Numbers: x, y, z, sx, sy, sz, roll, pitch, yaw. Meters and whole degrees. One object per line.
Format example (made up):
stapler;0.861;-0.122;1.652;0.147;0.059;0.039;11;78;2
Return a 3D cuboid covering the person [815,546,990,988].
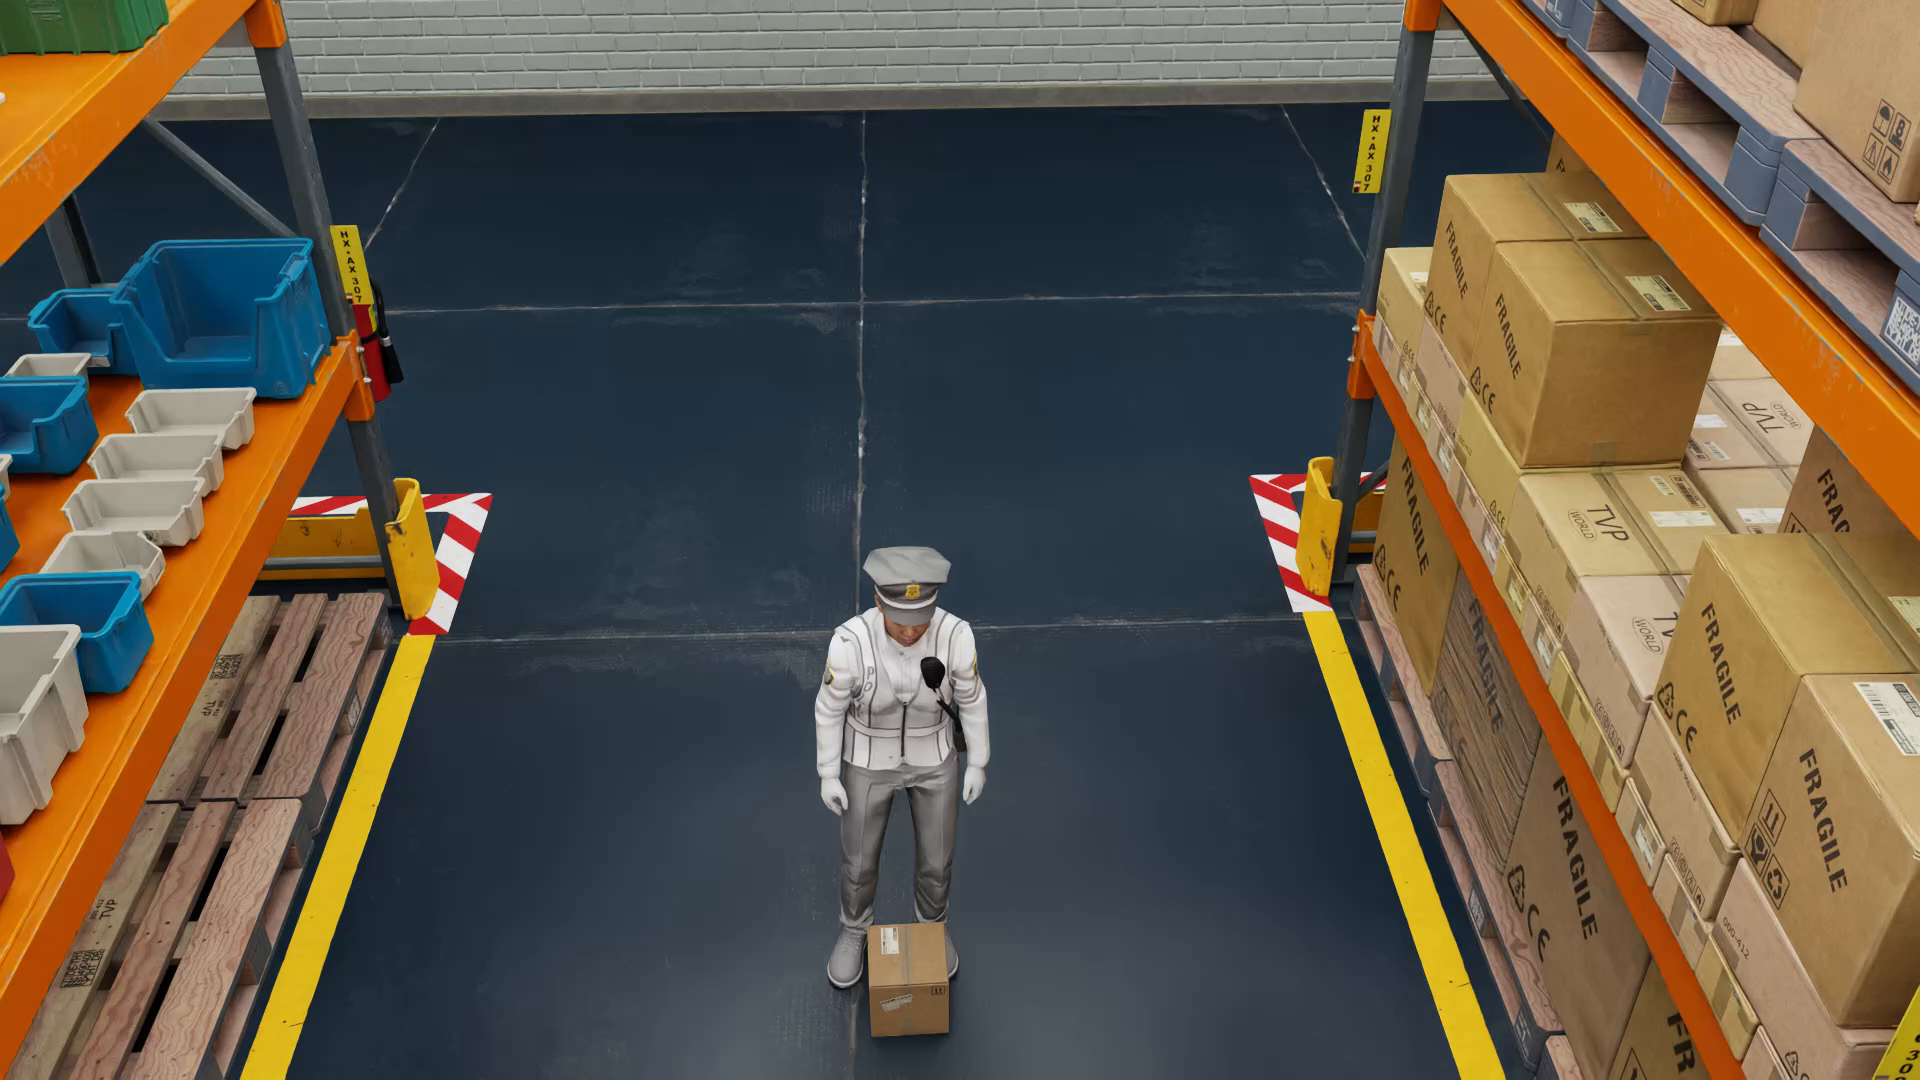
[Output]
person;-0.178;0.702;5.154;0.547;1.666;0.371;-3;36;-5
